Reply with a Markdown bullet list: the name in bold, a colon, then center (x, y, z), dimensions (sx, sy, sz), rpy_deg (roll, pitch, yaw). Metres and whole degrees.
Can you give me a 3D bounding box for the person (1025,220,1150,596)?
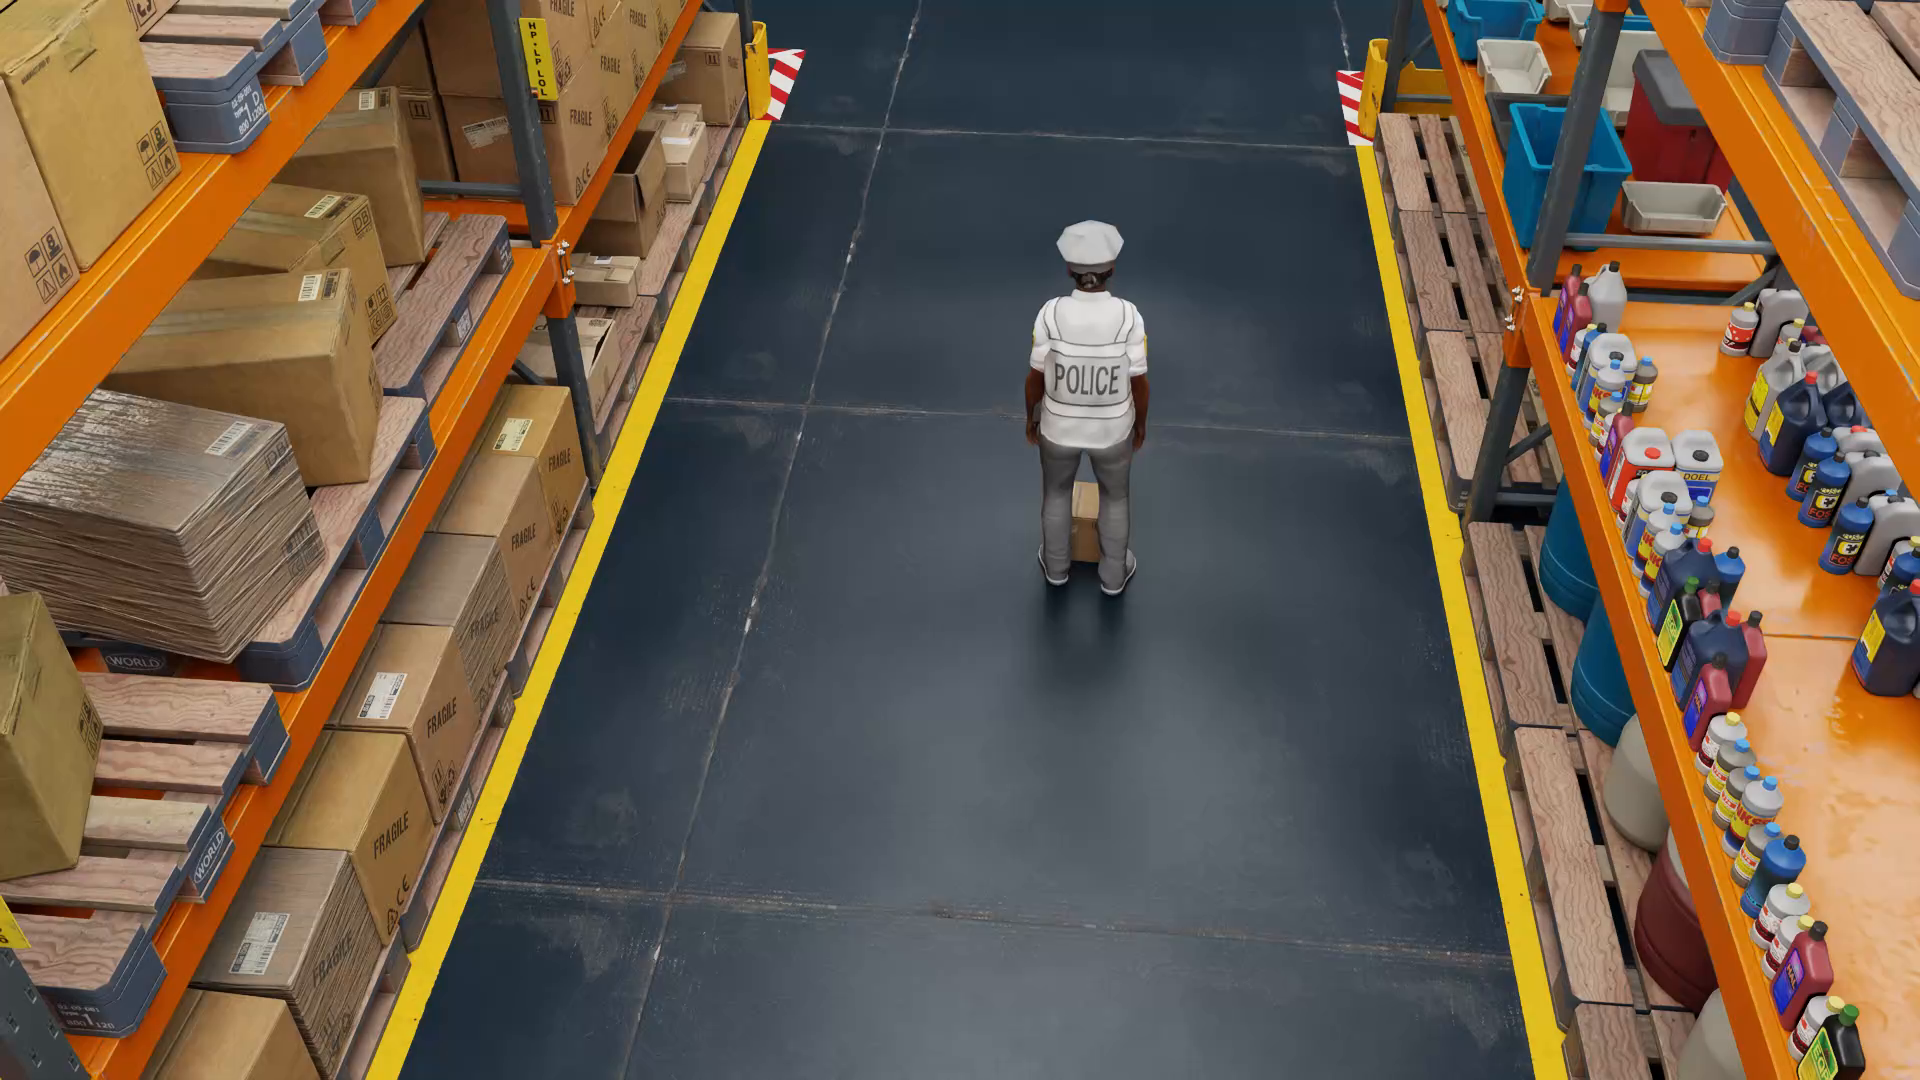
- **person**: center (0.512, -0.474, 6.716), dimensions (0.505, 1.659, 0.416), rpy_deg (3, 40, 4)
